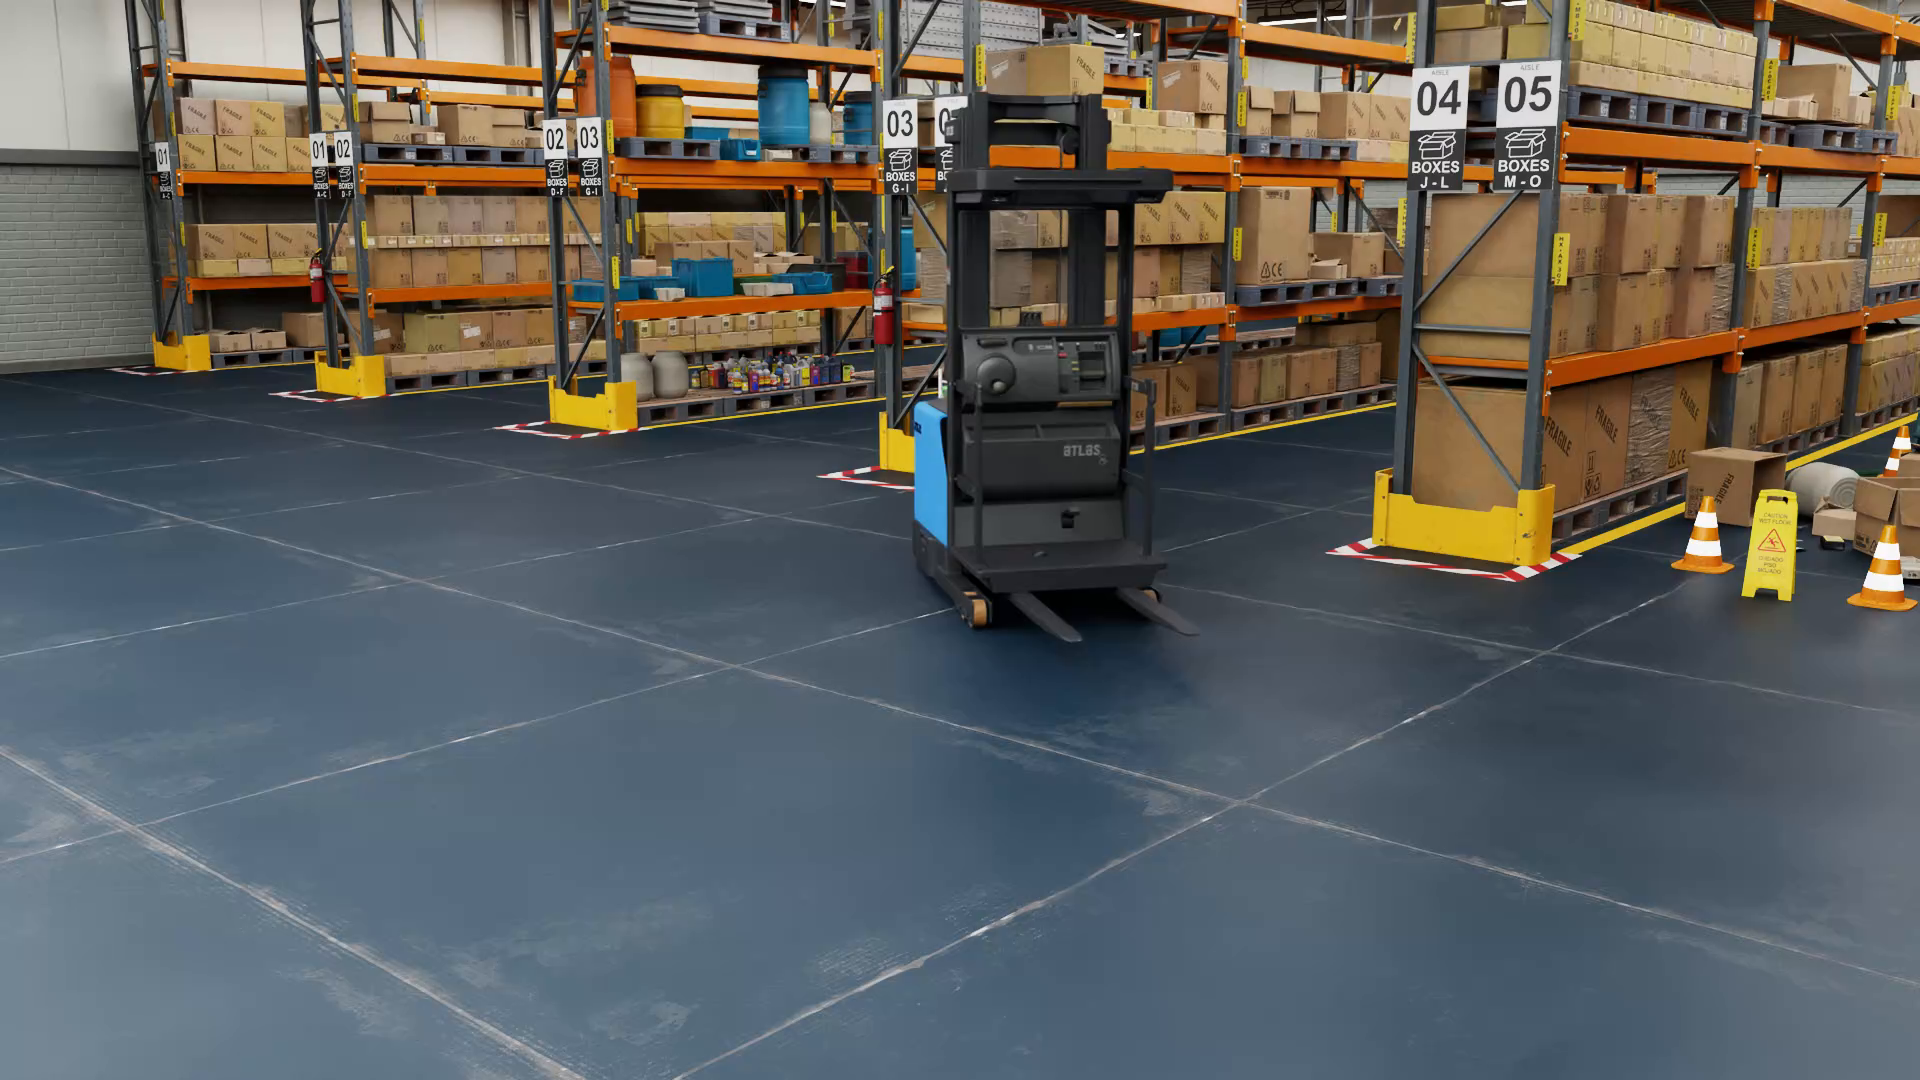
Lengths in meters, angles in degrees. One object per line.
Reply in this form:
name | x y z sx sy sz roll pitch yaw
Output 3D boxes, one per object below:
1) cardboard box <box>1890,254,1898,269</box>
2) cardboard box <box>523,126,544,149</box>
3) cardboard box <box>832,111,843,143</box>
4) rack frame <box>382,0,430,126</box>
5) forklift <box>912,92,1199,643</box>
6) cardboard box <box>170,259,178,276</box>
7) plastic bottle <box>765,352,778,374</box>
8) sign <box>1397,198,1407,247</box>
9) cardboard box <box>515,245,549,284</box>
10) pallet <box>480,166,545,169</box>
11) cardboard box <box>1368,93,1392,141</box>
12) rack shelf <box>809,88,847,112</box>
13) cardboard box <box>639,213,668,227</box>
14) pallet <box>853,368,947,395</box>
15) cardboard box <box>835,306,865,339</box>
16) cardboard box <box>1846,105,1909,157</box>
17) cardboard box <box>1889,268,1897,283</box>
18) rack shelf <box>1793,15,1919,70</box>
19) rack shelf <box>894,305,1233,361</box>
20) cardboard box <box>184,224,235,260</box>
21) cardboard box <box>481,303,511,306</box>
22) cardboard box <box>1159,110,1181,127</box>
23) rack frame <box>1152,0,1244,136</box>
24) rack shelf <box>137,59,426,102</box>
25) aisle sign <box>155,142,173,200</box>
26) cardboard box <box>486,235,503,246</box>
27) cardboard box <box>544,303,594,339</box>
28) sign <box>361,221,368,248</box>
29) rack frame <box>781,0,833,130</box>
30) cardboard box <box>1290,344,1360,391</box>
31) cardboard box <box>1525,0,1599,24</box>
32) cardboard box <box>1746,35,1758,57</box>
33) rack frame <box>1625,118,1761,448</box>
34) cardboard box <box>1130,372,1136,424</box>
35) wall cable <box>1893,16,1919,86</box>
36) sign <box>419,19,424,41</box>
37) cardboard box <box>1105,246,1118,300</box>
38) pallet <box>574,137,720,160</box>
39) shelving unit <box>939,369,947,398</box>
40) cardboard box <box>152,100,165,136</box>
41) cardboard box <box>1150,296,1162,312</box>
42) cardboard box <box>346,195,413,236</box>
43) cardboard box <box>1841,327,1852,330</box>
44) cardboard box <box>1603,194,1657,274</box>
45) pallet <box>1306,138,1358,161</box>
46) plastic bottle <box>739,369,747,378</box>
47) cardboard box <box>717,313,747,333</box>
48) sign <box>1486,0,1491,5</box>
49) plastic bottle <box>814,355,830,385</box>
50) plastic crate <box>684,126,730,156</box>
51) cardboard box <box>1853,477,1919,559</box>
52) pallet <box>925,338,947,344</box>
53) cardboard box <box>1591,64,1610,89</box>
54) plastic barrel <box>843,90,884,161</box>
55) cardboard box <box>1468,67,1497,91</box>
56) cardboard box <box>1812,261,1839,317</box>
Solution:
cardboard box | 9.848 -3.003 17.898 0.380 0.149 0.250 10 15 40
cardboard box | -5.930 -5.507 22.764 0.500 0.311 0.500 9 14 37
cardboard box | -2.109 -6.587 26.565 0.500 0.500 0.500 10 15 40
rack frame | -8.766 -7.506 26.319 1.000 3.000 0.127 10 15 40
forklift | 0.520 -1.028 9.373 1.130 2.935 3.031 -3 12 -13
cardboard box | -11.244 -4.006 24.442 0.500 0.250 0.500 10 15 41
plastic bottle | -2.293 -2.108 20.245 0.144 0.351 0.185 9 14 38
sign | 3.017 -2.155 11.280 0.100 0.325 0.005 10 15 40
cardboard box | -6.008 -3.756 22.602 0.700 0.500 0.500 10 15 41
pallet | -7.596 -6.173 27.783 1.213 0.211 1.003 10 15 40
cardboard box | 4.579 -4.818 18.983 0.500 0.500 0.500 10 15 40
rack shelf | -1.082 -7.200 27.644 1.077 0.370 4.000 10 15 40
cardboard box | -5.613 -5.763 29.927 0.500 0.250 0.500 10 15 42
pallet | -0.835 -2.037 21.370 1.003 0.211 1.213 10 15 40
cardboard box | -1.887 -3.533 27.001 0.500 0.500 0.500 11 15 43
cardboard box | 9.273 -4.145 16.893 0.500 0.500 0.500 10 15 40
cardboard box | 9.849 -2.857 17.925 0.380 0.149 0.250 10 15 42
rack shelf | 10.016 -5.263 17.944 1.077 0.370 4.000 10 15 40
rack shelf | 1.076 -1.996 15.884 1.077 0.370 4.000 10 15 40
cardboard box | -10.866 -4.311 24.056 0.500 0.500 0.500 10 15 40
cardboard box | -7.989 -3.747 28.074 0.700 0.500 0.500 9 15 39
cardboard box | 1.890 -4.031 15.944 0.380 0.149 0.250 9 15 39
rack frame | 2.396 -5.585 16.699 1.000 3.000 0.127 10 15 40
rack shelf | -10.086 -6.858 24.916 1.077 0.370 4.000 10 15 40
aisle sign | -11.229 -5.202 23.458 0.394 0.787 0.004 10 15 40
cardboard box | -6.247 -3.959 21.964 0.380 0.149 0.250 10 15 41
cardboard box | -5.584 -3.122 23.718 0.500 0.500 0.500 10 15 40
sign | -7.270 -3.727 20.300 0.100 0.325 0.005 10 15 40
rack frame | -2.402 -7.455 26.061 1.000 3.000 0.127 10 15 40
cardboard box | 4.253 -2.037 19.512 0.700 0.500 0.500 8 14 36
cardboard box | 3.874 -3.400 10.697 0.380 0.149 0.250 10 15 41
cardboard box | 6.053 -3.886 13.128 0.380 0.149 0.250 10 15 40
rack frame | 6.055 -1.987 14.002 1.000 3.000 0.127 10 15 40
cardboard box | 1.379 -1.383 16.287 0.500 0.500 0.500 8 14 35
wall cable | 16.639 -9.315 27.158 2.277 5.999 0.120 10 15 40
sign | -8.371 -7.930 25.855 0.100 0.325 0.005 10 15 40
cardboard box | 1.081 -2.556 15.836 0.875 0.500 0.500 10 15 40
pallet | -3.345 -4.183 17.818 1.003 0.211 1.213 10 15 40
shelving unit | 0.109 -0.613 11.716 0.258 1.200 0.503 10 15 40
cardboard box | -11.318 -6.093 24.043 0.500 0.500 0.500 11 15 43
cardboard box | 1.747 -2.315 16.285 0.380 0.149 0.250 10 15 40
cardboard box | -7.330 -4.096 20.994 0.700 0.500 0.500 10 15 41
cardboard box | 9.960 -2.284 18.885 0.500 0.250 0.500 11 15 42
cardboard box | 4.454 -2.209 11.973 0.875 0.550 0.550 10 15 40
pallet | 3.566 -4.252 18.163 1.213 0.211 1.003 10 15 40
plastic bottle | -2.577 -1.935 19.763 0.097 0.201 0.097 0 11 0
cardboard box | -3.569 -3.312 25.152 0.500 0.311 0.500 10 15 42
sign | 7.276 -7.373 22.863 0.100 0.325 0.005 10 15 40
plastic bottle | -1.659 -2.040 19.907 0.144 0.351 0.185 9 14 38
plastic crate | -2.932 -4.478 18.854 0.392 0.384 0.575 10 15 40
cardboard box | 6.458 -0.135 11.103 0.797 0.503 0.637 0 11 1
pallet | -0.270 -3.610 29.245 1.003 0.211 1.213 10 15 40
cardboard box | 4.050 -3.048 10.969 0.380 0.149 0.250 10 15 41
plastic barrel | -1.152 -5.103 20.665 0.600 0.901 0.708 10 15 40
cardboard box | 3.380 -3.094 11.200 0.380 0.149 0.250 10 15 40
cardboard box | 7.940 -2.377 15.698 0.500 0.500 0.500 9 15 39
